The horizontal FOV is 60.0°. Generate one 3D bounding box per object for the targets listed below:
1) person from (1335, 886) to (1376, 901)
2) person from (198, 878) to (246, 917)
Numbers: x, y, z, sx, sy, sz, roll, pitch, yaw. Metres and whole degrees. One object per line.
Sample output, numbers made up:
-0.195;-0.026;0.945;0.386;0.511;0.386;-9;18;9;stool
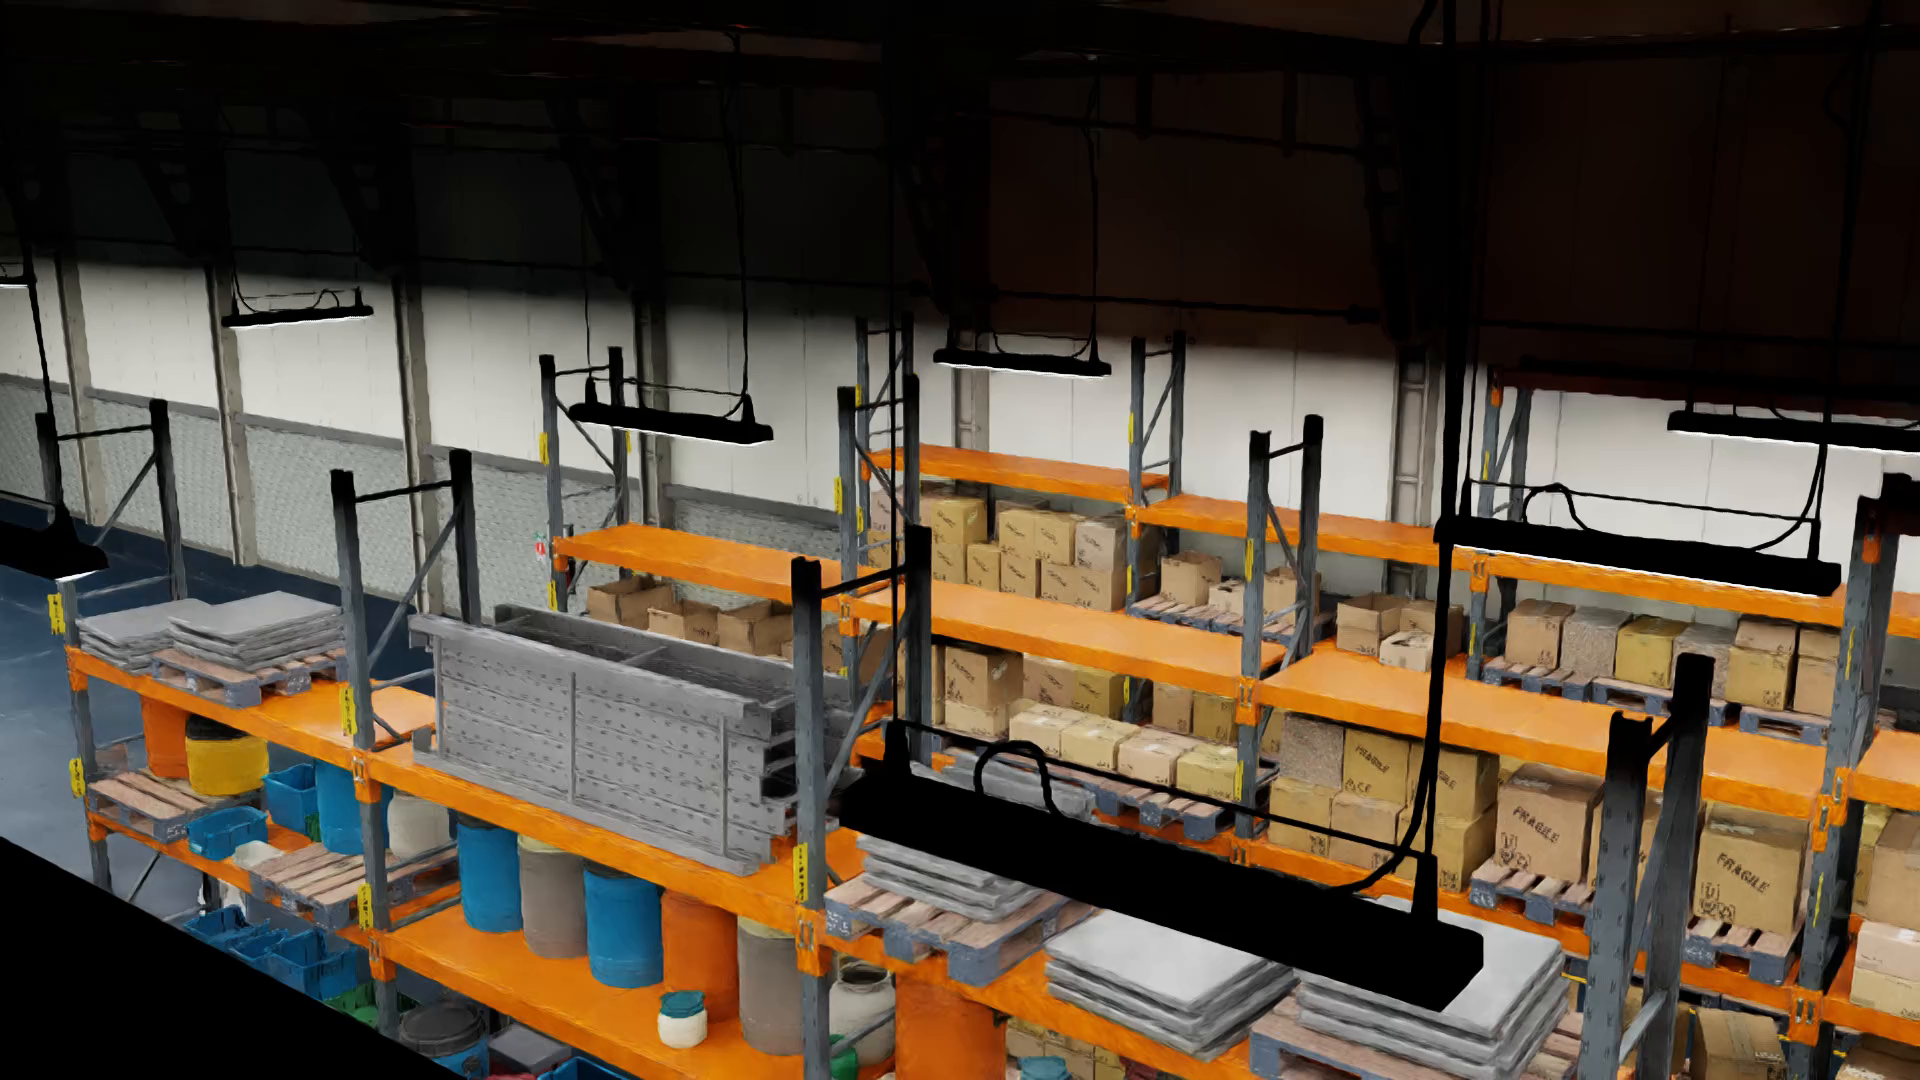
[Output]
3.608;3.834;14.984;0.578;1.714;0.719;9;16;34;person
-6.897;3.616;15.845;0.528;1.746;0.708;0;13;1;person
